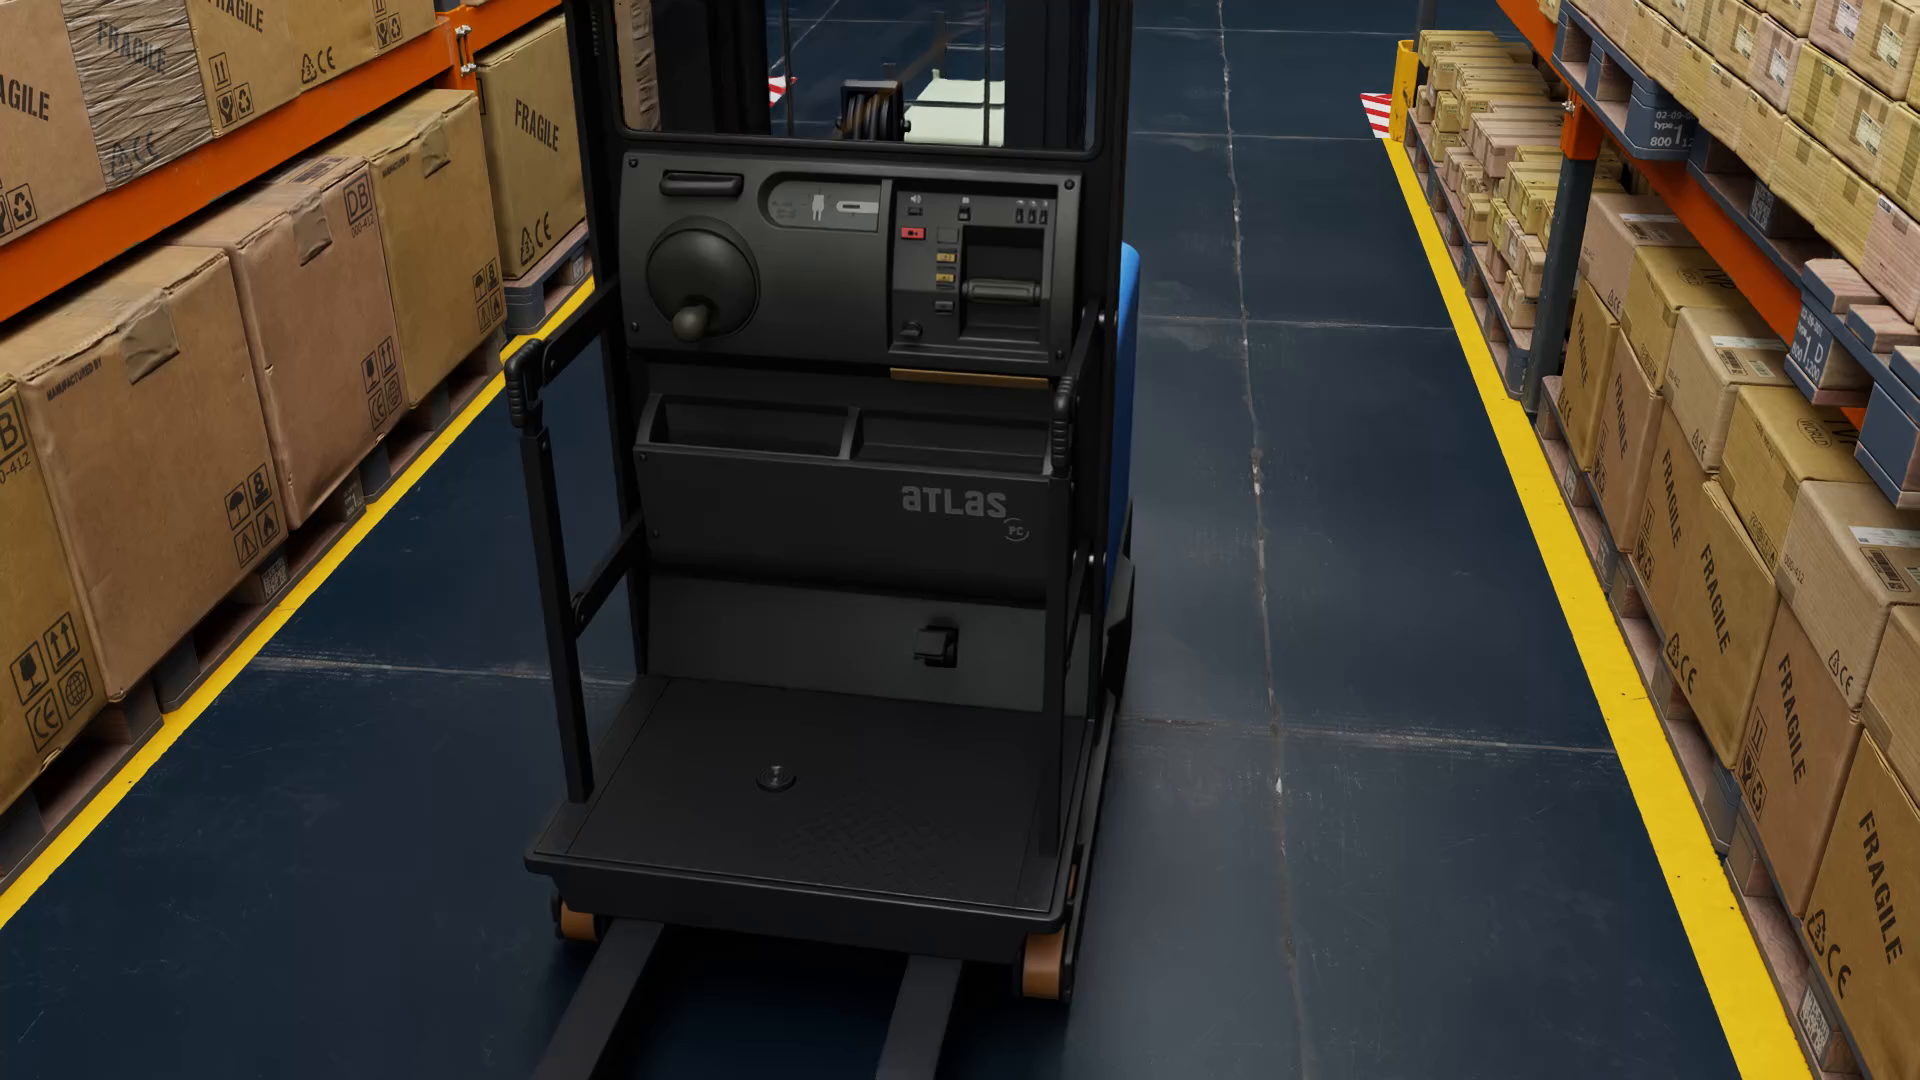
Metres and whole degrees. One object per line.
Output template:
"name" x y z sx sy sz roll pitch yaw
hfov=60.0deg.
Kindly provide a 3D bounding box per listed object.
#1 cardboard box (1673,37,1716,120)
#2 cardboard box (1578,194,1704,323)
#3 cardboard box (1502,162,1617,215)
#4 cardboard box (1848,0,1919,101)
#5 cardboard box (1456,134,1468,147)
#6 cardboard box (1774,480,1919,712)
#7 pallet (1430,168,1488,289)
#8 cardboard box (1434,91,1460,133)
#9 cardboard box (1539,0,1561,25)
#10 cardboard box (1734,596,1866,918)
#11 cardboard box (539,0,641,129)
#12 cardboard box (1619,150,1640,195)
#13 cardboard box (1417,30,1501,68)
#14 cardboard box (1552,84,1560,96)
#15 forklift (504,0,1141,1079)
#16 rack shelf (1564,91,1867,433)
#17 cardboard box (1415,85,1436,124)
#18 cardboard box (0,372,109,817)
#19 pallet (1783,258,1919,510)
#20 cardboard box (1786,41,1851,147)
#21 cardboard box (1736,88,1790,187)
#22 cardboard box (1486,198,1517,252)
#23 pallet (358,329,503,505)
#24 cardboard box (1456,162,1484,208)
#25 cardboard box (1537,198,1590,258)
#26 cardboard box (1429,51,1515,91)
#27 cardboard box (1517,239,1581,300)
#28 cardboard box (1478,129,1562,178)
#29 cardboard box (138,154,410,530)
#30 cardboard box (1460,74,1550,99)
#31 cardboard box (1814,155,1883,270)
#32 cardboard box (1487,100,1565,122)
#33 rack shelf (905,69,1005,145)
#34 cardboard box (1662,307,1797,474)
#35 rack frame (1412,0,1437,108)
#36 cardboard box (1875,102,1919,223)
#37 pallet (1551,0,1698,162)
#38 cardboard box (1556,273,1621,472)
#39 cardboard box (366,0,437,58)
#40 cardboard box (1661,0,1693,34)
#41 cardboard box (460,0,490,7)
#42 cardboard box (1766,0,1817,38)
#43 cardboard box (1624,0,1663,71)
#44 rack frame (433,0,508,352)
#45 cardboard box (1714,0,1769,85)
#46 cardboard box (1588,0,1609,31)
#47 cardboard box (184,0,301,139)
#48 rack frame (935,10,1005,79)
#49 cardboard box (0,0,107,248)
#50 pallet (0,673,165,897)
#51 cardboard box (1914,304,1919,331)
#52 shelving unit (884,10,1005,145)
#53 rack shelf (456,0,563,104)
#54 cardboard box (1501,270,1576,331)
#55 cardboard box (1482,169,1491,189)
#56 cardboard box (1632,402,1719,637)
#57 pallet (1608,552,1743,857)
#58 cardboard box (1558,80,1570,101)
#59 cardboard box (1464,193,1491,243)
"cardboard box" 1.919 -1.078 3.910 0.380 0.149 0.250 3 28 5
"cardboard box" 2.226 -0.859 5.084 0.500 0.250 0.500 2 28 4
"cardboard box" 2.379 -1.391 6.606 0.380 0.149 0.250 3 28 6
"cardboard box" 1.788 -0.855 2.869 0.380 0.149 0.250 4 29 8
"cardboard box" 2.636 -1.877 8.134 0.380 0.149 0.250 3 29 6
"cardboard box" 1.963 0.116 3.274 0.500 0.250 0.500 4 29 7
"pallet" 2.773 -1.443 7.707 1.003 0.211 1.213 3 28 6
"cardboard box" 2.579 -2.128 8.287 0.380 0.149 0.250 4 29 8
"cardboard box" 2.305 -1.942 5.957 0.380 0.149 0.250 3 28 5
"cardboard box" 1.977 0.452 3.440 0.500 0.500 0.500 4 29 8
"cardboard box" -2.061 -2.092 7.768 0.875 0.875 0.875 3 28 6
"cardboard box" 2.910 -1.491 6.791 0.380 0.149 0.250 3 28 5
"cardboard box" 2.667 -2.625 8.895 0.380 0.149 0.250 2 28 4
"cardboard box" 3.225 -2.211 8.440 0.380 0.149 0.250 2 28 4
"forklift" -0.262 -0.519 3.123 1.130 2.935 3.031 5 29 9
"rack shelf" 2.334 -0.519 3.809 1.077 0.370 4.000 3 28 6
"cardboard box" 2.687 -2.362 9.034 0.380 0.149 0.250 4 29 7
"cardboard box" -2.717 0.197 3.519 1.225 0.875 0.875 2 28 4
"pallet" 2.070 -0.151 2.570 1.213 0.211 1.003 3 28 6
"cardboard box" 1.822 -0.843 3.160 0.380 0.149 0.250 3 28 6
"cardboard box" 1.855 -0.831 3.451 0.380 0.149 0.250 4 29 8
"cardboard box" 2.338 -1.260 6.675 0.380 0.149 0.250 2 28 4
"pallet" -2.351 -0.518 5.988 1.003 0.211 1.213 3 28 6
"cardboard box" 2.511 -1.633 7.681 0.380 0.149 0.250 3 28 6
"cardboard box" 2.364 -1.151 6.160 0.380 0.149 0.250 4 29 8
"cardboard box" 2.595 -2.377 8.435 0.380 0.149 0.250 3 28 6
"cardboard box" 2.302 -1.004 6.201 0.380 0.149 0.250 4 29 7
"cardboard box" 2.430 -1.642 7.071 0.380 0.149 0.250 2 28 4
"cardboard box" -2.499 -0.639 5.071 1.225 0.875 0.875 2 28 4
"cardboard box" 2.603 -2.125 7.968 0.380 0.149 0.250 4 29 8
"cardboard box" 1.790 -0.582 2.990 0.380 0.149 0.250 3 28 6
"cardboard box" 2.590 -1.880 7.513 0.380 0.149 0.250 3 29 6
"rack shelf" 0.058 -1.122 4.929 0.431 0.370 0.720 5 29 9
"cardboard box" 2.096 -0.368 4.173 0.500 0.250 0.500 4 29 8
"rack frame" 3.069 -3.660 8.881 1.000 3.000 0.127 3 28 6
"cardboard box" 1.758 -0.608 2.724 0.380 0.149 0.250 4 29 7
"pallet" 2.341 -1.341 4.779 1.003 0.211 1.213 3 28 6
"cardboard box" 2.225 -0.529 5.262 0.500 0.500 0.500 4 29 8
"cardboard box" -2.118 -1.921 5.547 0.500 0.500 0.500 3 29 6
"cardboard box" 1.951 -1.330 4.065 0.380 0.149 0.250 4 29 8
"cardboard box" -1.965 -2.122 6.291 0.380 0.149 0.250 3 29 6
"cardboard box" 1.854 -1.096 3.317 0.380 0.149 0.250 5 29 9
"cardboard box" 1.979 -1.326 4.371 0.380 0.149 0.250 4 29 7
"rack frame" -2.332 -2.113 6.009 1.000 3.000 0.127 3 28 6
"cardboard box" 1.884 -1.087 3.614 0.380 0.149 0.250 3 28 5
"cardboard box" 2.046 -1.562 4.808 0.380 0.149 0.250 4 29 7
"cardboard box" -2.242 -1.442 4.658 0.500 0.500 0.500 3 28 6
"rack frame" 0.121 -0.950 5.431 0.400 1.500 0.023 5 29 9
"cardboard box" -2.372 -0.971 3.784 0.500 0.500 0.500 3 28 5
"pallet" -2.650 0.631 3.856 1.003 0.211 1.213 3 28 6
"cardboard box" 1.725 -0.344 2.548 0.380 0.149 0.250 3 28 6
"shelving unit" 0.058 -0.779 5.114 0.431 1.500 0.755 5 29 9
"rack shelf" -2.087 -2.737 7.927 1.077 0.370 4.000 3 28 6
"cardboard box" 2.288 -0.911 6.342 0.380 0.149 0.250 4 29 7
"cardboard box" 2.531 -1.618 7.340 0.380 0.149 0.250 2 28 4
"cardboard box" 2.111 -0.032 4.340 0.500 0.500 0.500 4 29 7
"pallet" 2.338 0.393 4.298 1.003 0.211 1.213 3 28 6
"cardboard box" 3.167 -2.225 8.153 0.380 0.149 0.250 2 28 4
"cardboard box" 2.415 -1.398 7.246 0.380 0.149 0.250 3 28 6
